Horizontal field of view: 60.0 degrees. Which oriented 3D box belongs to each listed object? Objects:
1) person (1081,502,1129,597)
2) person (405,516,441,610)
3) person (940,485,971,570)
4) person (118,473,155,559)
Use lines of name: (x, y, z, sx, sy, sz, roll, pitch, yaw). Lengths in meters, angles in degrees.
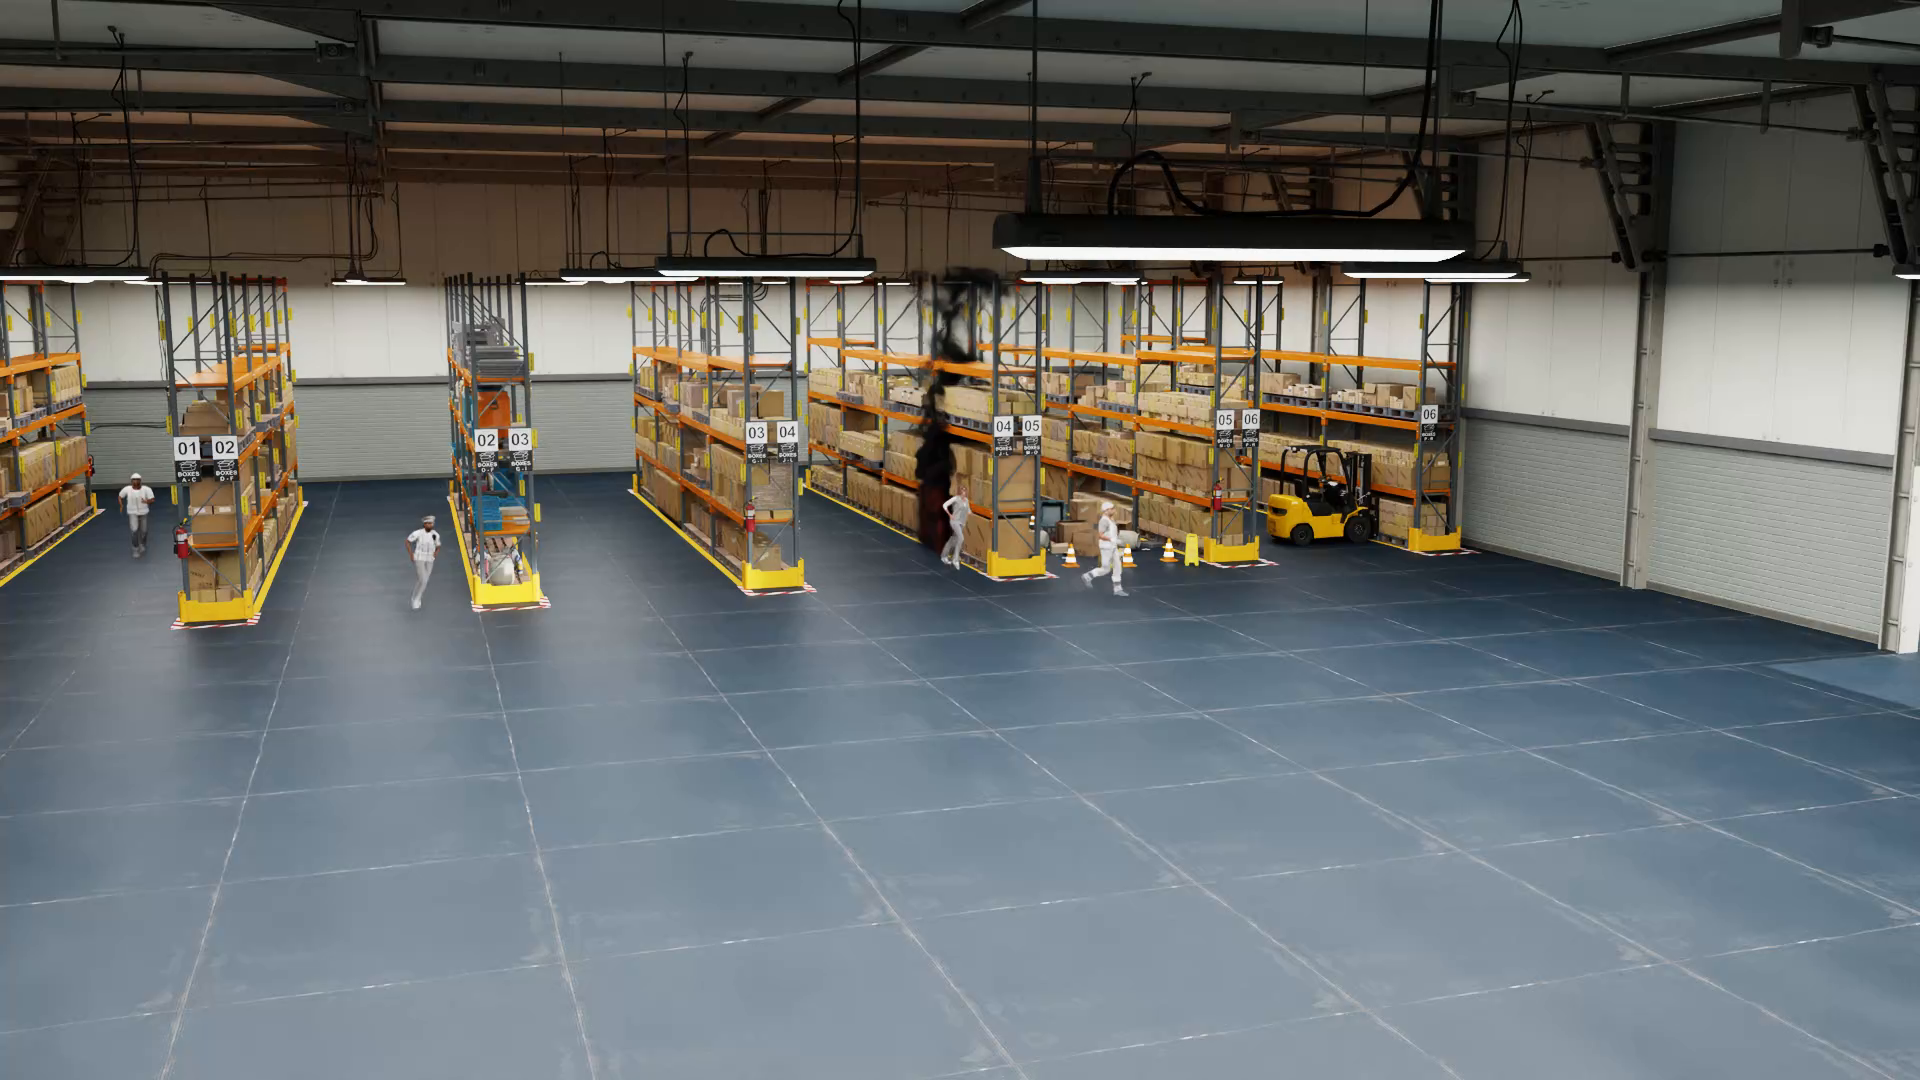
person: (2.735, 0.166, 31.113, 0.935, 1.781, 0.661, 4, 9, 23)
person: (-9.679, 0.399, 30.060, 0.615, 1.685, 0.656, -8, 12, -43)
person: (-0.066, -0.278, 32.905, 0.632, 1.636, 0.538, 7, 11, 39)
person: (-17.667, -0.528, 35.739, 0.678, 1.831, 0.770, -5, 10, -31)
